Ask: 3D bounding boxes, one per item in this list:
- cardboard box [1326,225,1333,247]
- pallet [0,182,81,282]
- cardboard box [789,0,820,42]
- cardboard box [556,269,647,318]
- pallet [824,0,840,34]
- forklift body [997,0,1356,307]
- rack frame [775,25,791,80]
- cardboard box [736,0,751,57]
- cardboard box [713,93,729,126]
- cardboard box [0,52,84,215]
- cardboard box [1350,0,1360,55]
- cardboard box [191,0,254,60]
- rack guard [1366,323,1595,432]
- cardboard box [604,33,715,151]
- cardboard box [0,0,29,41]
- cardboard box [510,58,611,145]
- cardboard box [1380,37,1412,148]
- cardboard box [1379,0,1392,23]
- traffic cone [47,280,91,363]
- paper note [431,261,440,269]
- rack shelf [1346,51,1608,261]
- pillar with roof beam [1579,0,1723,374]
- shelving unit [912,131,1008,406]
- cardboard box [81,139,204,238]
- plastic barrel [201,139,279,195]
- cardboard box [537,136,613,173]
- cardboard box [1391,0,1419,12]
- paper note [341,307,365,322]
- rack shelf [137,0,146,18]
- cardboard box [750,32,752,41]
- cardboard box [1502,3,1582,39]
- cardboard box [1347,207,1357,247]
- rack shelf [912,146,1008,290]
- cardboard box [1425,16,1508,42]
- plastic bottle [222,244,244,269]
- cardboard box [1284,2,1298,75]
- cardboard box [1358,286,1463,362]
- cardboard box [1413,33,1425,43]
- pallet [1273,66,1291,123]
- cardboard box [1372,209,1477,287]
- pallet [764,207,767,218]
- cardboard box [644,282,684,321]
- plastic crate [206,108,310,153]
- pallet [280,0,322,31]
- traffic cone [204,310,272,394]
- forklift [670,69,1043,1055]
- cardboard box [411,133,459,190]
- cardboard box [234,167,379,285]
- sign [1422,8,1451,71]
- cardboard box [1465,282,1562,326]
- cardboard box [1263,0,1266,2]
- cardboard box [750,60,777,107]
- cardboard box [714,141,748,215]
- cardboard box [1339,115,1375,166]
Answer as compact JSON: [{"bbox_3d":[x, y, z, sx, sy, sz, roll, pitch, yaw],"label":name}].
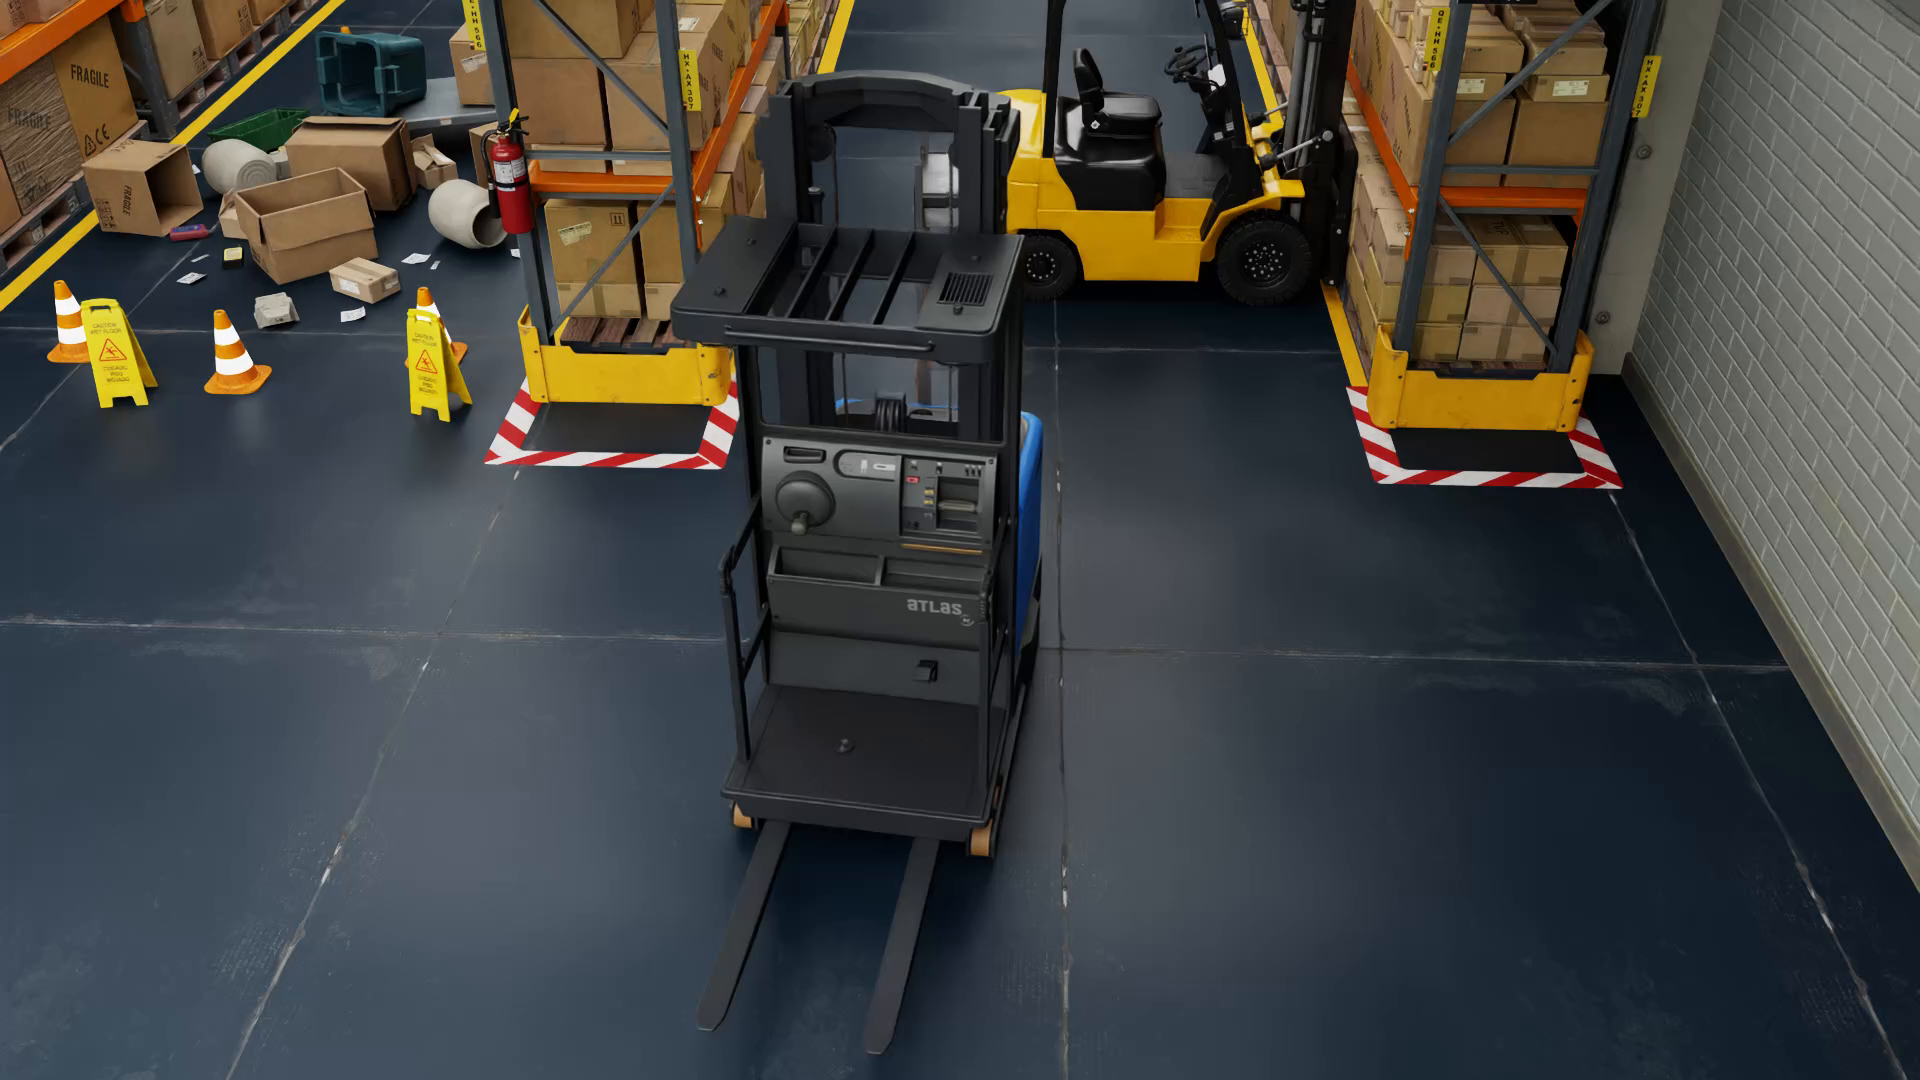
[{"bbox_3d":[2.747,-2.170,11.201,0.500,0.250,0.500,2,35,3],"label":"cardboard box"},{"bbox_3d":[-6.918,-2.163,11.589,1.003,0.211,1.213,1,35,2],"label":"pallet"},{"bbox_3d":[-1.743,-4.596,14.546,0.950,0.372,0.625,2,35,3],"label":"cardboard box"},{"bbox_3d":[-2.209,-1.618,10.416,0.500,0.250,0.500,1,35,2],"label":"cardboard box"},{"bbox_3d":[-1.685,-5.093,15.759,1.003,0.211,1.213,1,35,2],"label":"pallet"},{"bbox_3d":[1.240,-2.759,10.751,2.313,2.155,1.214,1,35,2],"label":"forklift body"},{"bbox_3d":[-1.813,-4.385,12.326,1.000,3.000,0.127,1,35,2],"label":"rack frame"},{"bbox_3d":[-1.628,-3.398,10.576,0.500,0.500,0.500,1,35,1],"label":"cardboard box"},{"bbox_3d":[-1.609,-2.615,10.027,0.380,0.149,0.250,2,35,3],"label":"cardboard box"},{"bbox_3d":[-6.890,-2.866,11.648,0.875,0.875,0.875,2,35,2],"label":"cardboard box"},{"bbox_3d":[2.845,-3.474,10.943,0.500,0.500,0.500,1,35,1],"label":"cardboard box"},{"bbox_3d":[-6.785,-4.606,14.231,1.050,0.750,0.750,1,35,2],"label":"cardboard box"},{"bbox_3d":[2.985,-0.938,9.595,1.175,0.500,0.348,1,35,2],"label":"rack guard"},{"bbox_3d":[-1.677,-2.515,9.320,0.500,0.500,0.500,1,35,1],"label":"cardboard box"},{"bbox_3d":[-6.905,-3.666,11.173,0.875,0.550,0.550,1,35,2],"label":"cardboard box"},{"bbox_3d":[-2.227,-2.568,9.395,0.500,0.500,0.500,1,35,1],"label":"cardboard box"},{"bbox_3d":[2.774,-2.602,9.702,0.500,0.500,0.500,2,35,3],"label":"cardboard box"},{"bbox_3d":[2.747,-3.224,10.023,0.380,0.149,0.250,2,35,2],"label":"cardboard box"},{"bbox_3d":[-5.483,-1.378,10.253,0.336,0.463,0.334,1,35,2],"label":"traffic cone"},{"bbox_3d":[-3.584,-1.879,11.361,0.032,0.001,0.123,1,35,2],"label":"paper note"},{"bbox_3d":[3.067,-2.829,10.738,1.077,0.370,4.000,1,35,2],"label":"rack shelf"},{"bbox_3d":[-0.387,-4.908,7.852,9.100,9.000,0.400,1,35,2],"label":"pillar with roof beam"},{"bbox_3d":[0.007,-0.954,8.227,0.431,2.100,0.503,1,35,2],"label":"shelving unit"},{"bbox_3d":[-5.800,-2.504,11.822,0.500,0.500,0.500,7,36,10],"label":"cardboard box"},{"bbox_3d":[-5.276,-2.700,12.169,0.512,0.421,0.421,28,44,33],"label":"plastic barrel"},{"bbox_3d":[-2.172,-2.204,9.441,0.380,0.149,0.250,2,35,3],"label":"cardboard box"},{"bbox_3d":[2.736,-3.200,9.730,0.380,0.149,0.250,2,35,3],"label":"cardboard box"},{"bbox_3d":[-3.924,-1.461,10.748,0.148,0.019,0.142,-10,36,-14],"label":"paper note"},{"bbox_3d":[-6.683,-5.296,14.248,1.077,0.370,4.000,1,35,2],"label":"rack shelf"},{"bbox_3d":[-1.599,-3.360,11.087,0.380,0.149,0.250,1,35,1],"label":"cardboard box"},{"bbox_3d":[3.254,-2.892,9.292,0.380,0.149,0.250,2,35,3],"label":"cardboard box"},{"bbox_3d":[2.724,-2.098,10.663,0.500,0.250,0.500,1,35,1],"label":"cardboard box"},{"bbox_3d":[0.007,-1.516,7.833,0.431,0.518,0.480,1,35,2],"label":"rack shelf"},{"bbox_3d":[2.769,-2.755,9.098,0.380,0.149,0.250,1,35,2],"label":"cardboard box"},{"bbox_3d":[-4.990,-1.952,11.420,0.133,0.061,0.283,-10,36,-14],"label":"plastic bottle"},{"bbox_3d":[3.196,-4.218,13.789,0.875,0.625,0.625,1,35,1],"label":"cardboard box"},{"bbox_3d":[2.690,-1.299,9.961,0.500,0.250,0.500,2,35,2],"label":"cardboard box"},{"bbox_3d":[2.773,-2.782,9.394,0.380,0.149,0.250,2,35,3],"label":"cardboard box"},{"bbox_3d":[3.138,-3.556,13.572,1.003,0.211,1.213,1,35,2],"label":"pallet"},{"bbox_3d":[2.693,-1.702,9.665,0.500,0.250,0.500,2,35,3],"label":"cardboard box"},{"bbox_3d":[-1.851,-2.155,11.578,1.003,0.211,1.213,1,35,2],"label":"pallet"},{"bbox_3d":[-1.665,-1.591,10.377,0.500,0.250,0.500,1,35,1],"label":"cardboard box"},{"bbox_3d":[-5.461,-3.184,13.013,0.450,0.188,0.662,11,35,32],"label":"plastic crate"},{"bbox_3d":[-6.709,-5.147,15.836,1.003,0.211,1.213,1,35,2],"label":"pallet"},{"bbox_3d":[-4.368,-1.156,9.938,0.336,0.463,0.334,1,35,2],"label":"traffic cone"},{"bbox_3d":[-0.351,-0.122,6.320,1.130,2.935,3.031,5,35,8],"label":"forklift"},{"bbox_3d":[-3.990,-2.848,12.517,0.258,0.266,0.396,-24,42,-30],"label":"cardboard box"},{"bbox_3d":[-4.433,-2.133,11.293,0.797,0.503,0.637,-24,42,-30],"label":"cardboard box"},{"bbox_3d":[2.445,-2.566,8.525,0.100,0.325,0.005,1,35,2],"label":"sign"},{"bbox_3d":[3.213,-1.491,9.800,0.500,0.250,0.500,2,35,3],"label":"cardboard box"},{"bbox_3d":[3.269,-5.413,15.489,0.875,0.625,0.625,2,35,3],"label":"cardboard box"},{"bbox_3d":[-1.587,-3.100,11.872,0.500,0.500,0.500,2,35,3],"label":"cardboard box"},{"bbox_3d":[-1.648,-2.212,10.608,0.500,0.500,0.500,0,35,0],"label":"cardboard box"},{"bbox_3d":[2.746,-2.577,10.910,0.500,0.250,0.500,1,35,1],"label":"cardboard box"}]
